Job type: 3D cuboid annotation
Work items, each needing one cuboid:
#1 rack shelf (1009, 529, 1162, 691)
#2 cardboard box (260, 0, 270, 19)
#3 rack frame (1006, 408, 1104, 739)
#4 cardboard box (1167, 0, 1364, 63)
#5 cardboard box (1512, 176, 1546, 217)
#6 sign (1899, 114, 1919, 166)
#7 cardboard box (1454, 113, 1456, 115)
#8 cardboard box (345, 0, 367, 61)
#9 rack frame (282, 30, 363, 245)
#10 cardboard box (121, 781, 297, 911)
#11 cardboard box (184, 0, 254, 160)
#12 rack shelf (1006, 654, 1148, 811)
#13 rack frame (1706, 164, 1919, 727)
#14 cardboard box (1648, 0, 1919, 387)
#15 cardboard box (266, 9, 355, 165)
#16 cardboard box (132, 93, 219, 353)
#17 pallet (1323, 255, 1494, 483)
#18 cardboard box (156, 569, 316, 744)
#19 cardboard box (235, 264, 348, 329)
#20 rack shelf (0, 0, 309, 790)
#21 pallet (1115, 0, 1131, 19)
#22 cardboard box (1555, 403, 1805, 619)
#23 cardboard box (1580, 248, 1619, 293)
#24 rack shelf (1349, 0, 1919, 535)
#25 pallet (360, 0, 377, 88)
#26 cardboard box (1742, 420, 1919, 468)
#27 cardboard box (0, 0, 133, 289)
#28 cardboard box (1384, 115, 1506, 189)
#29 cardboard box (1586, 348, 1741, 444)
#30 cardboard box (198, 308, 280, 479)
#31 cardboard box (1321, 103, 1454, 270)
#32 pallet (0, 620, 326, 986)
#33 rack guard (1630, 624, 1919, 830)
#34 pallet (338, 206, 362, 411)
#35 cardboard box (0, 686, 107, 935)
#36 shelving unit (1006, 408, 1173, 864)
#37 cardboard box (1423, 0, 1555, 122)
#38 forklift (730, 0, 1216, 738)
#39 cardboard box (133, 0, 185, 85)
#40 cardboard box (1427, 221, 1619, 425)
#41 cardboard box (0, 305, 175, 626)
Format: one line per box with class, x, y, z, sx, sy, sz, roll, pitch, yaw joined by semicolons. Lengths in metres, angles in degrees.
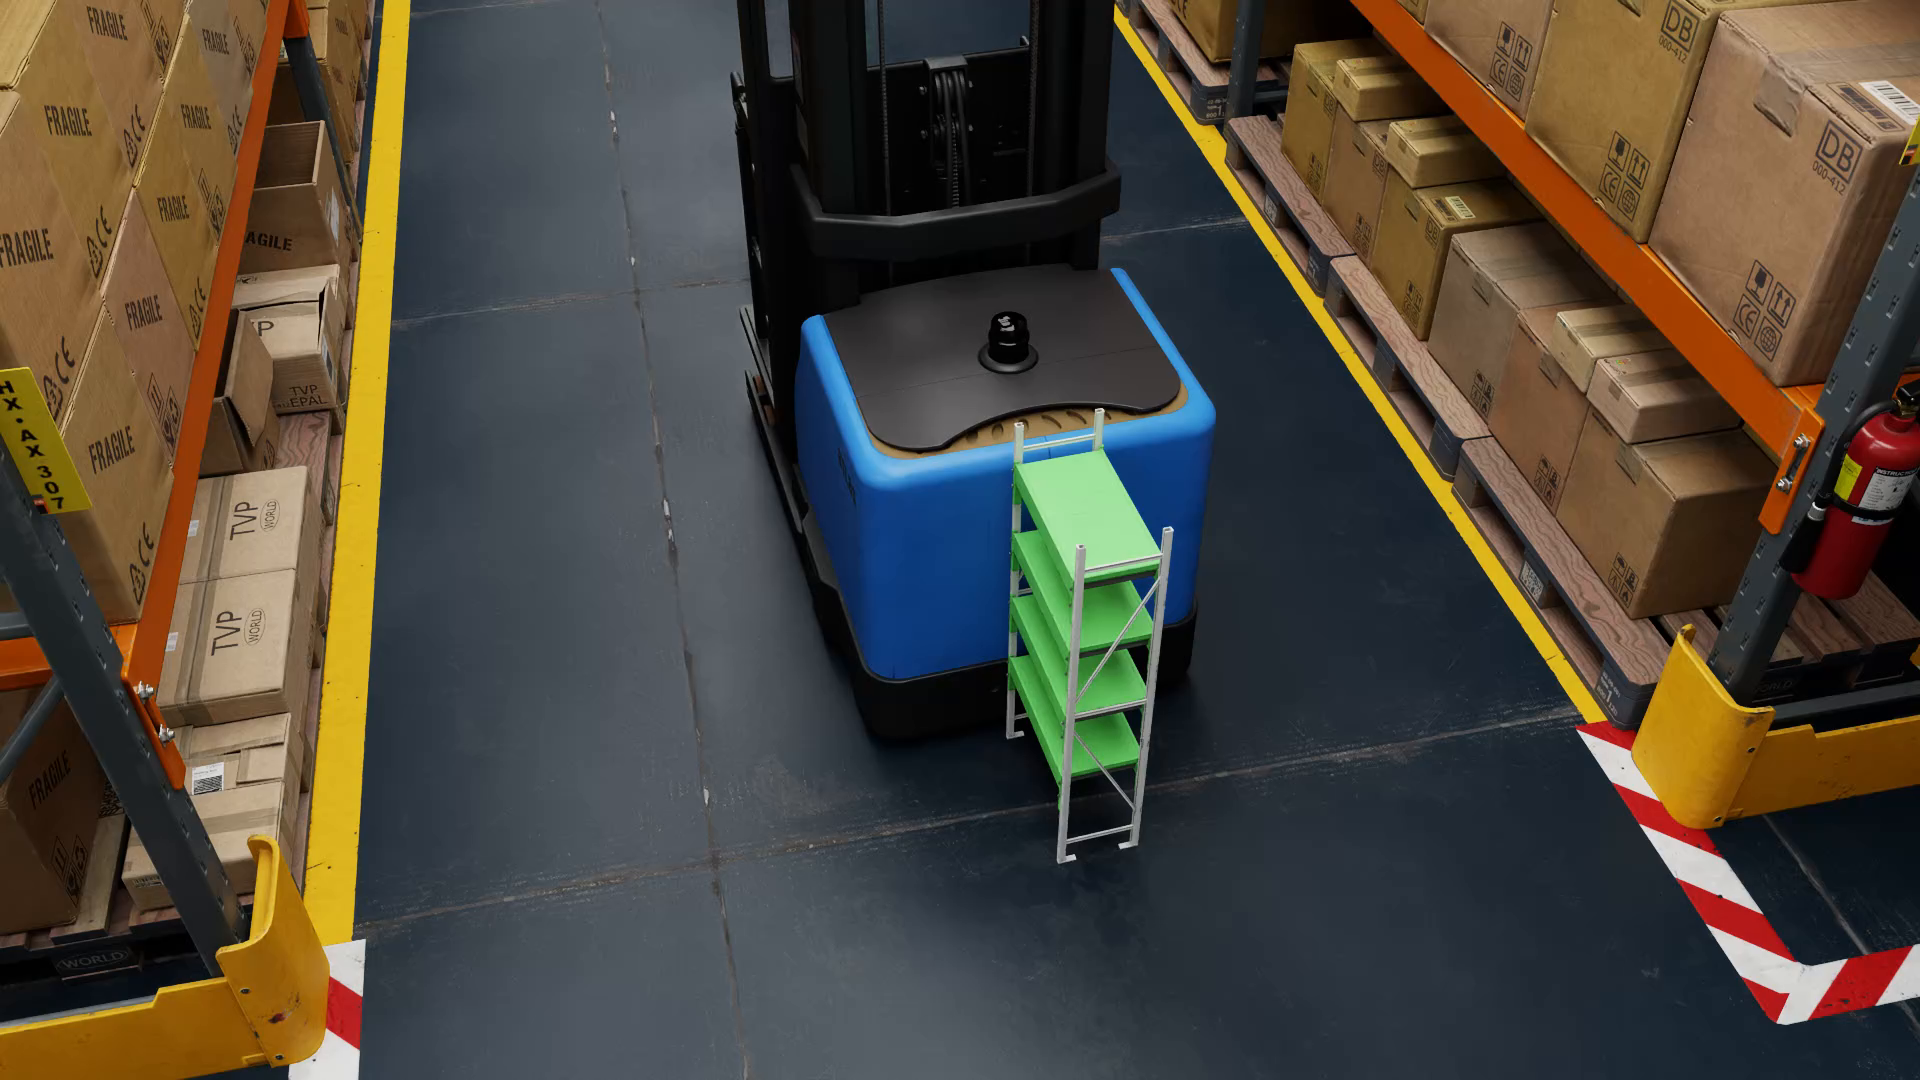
rack shelf;0.325;0.156;4.405;0.258;0.148;0.480;-11;43;-12
cardboard box;-2.728;-2.117;5.800;0.500;0.500;0.500;-8;42;-9
rack frame;0.258;0.132;4.697;0.240;1.200;0.015;-11;43;-12
cardboard box;1.483;-2.835;7.987;0.750;0.750;0.750;-8;42;-9
cardboard box;2.257;-1.324;6.060;0.380;0.149;0.250;-9;42;-10
sign;2.081;-0.939;3.498;0.100;0.325;0.005;-8;42;-9
cardboard box;2.147;-1.655;6.433;0.380;0.149;0.250;-10;42;-11
cardboard box;-3.179;-2.614;7.987;0.500;0.500;0.500;-8;42;-9
rack frame;-3.086;-2.367;6.157;1.000;3.000;0.127;-8;42;-9
cardboard box;-1.977;0.807;4.398;0.380;0.149;0.250;-8;42;-9
cardboard box;-2.502;-1.451;5.049;0.500;0.500;0.500;-7;42;-8
rack shelf;0.325;0.515;4.724;0.258;0.148;0.480;-11;43;-12
rack frame;2.613;-0.486;4.038;1.000;3.000;0.127;-8;42;-9
cardboard box;2.494;-0.928;4.310;0.980;0.700;0.700;-7;42;-7
cardboard box;-2.952;-1.945;7.233;0.500;0.500;0.500;-10;43;-11
cardboard box;-2.283;-0.796;4.312;0.500;0.500;0.500;-8;42;-9
pallet;2.105;-0.740;6.425;1.003;0.211;1.213;-8;42;-9
cardboard box;-2.171;0.372;4.811;0.500;0.250;0.500;-8;42;-9
cardboard box;-2.547;-0.902;6.323;0.380;0.149;0.250;-8;42;-9
rack shelf;-2.654;-0.802;4.935;1.077;0.370;4.000;-8;42;-9
pallet;1.243;-3.318;9.329;1.003;0.211;1.213;-8;42;-9
cardboard box;2.365;-0.148;5.224;0.700;0.500;0.500;-8;42;-9
cardboard box;2.368;-0.994;5.688;0.380;0.149;0.250;-8;42;-9
rack shelf;2.182;-1.514;5.738;1.077;0.370;4.000;-8;42;-9
pallet;-3.565;-2.638;8.563;1.003;0.211;1.213;-8;42;-9
cardboard box;2.587;-0.338;4.950;0.380;0.149;0.250;-8;42;-9
cardboard box;-2.181;-0.849;3.618;0.500;0.500;0.500;-8;42;-9
cardboard box;1.820;-1.458;6.211;0.380;0.149;0.250;-9;42;-11
cardboard box;2.159;-0.448;5.073;0.380;0.149;0.250;-9;42;-10
cardboard box;-2.675;-0.381;5.469;0.797;0.503;0.637;-8;42;-9
cardboard box;1.917;-1.476;6.720;0.700;0.500;0.500;-9;42;-10
pallet;-2.412;0.703;4.799;1.003;0.211;1.213;-8;42;-9
rack guard;2.619;0.464;4.851;1.175;0.500;0.348;-8;42;-9
pallet;-2.939;-0.879;6.581;1.003;0.211;1.213;-8;42;-9
cardboard box;-2.581;0.679;4.277;0.500;0.500;0.500;-8;42;-9
shelving unit;0.325;0.288;4.522;0.258;1.200;0.503;-11;43;-12
cardboard box;2.170;-1.893;5.397;0.980;0.700;0.700;-10;43;-11
forklift;-0.172;-1.495;5.226;1.130;2.935;3.031;-11;43;-12
cardboard box;-2.395;-1.503;4.355;0.500;0.500;0.500;-9;42;-10
cardboard box;2.147;-0.798;5.956;0.700;0.500;0.500;-10;42;-11
cardboard box;-2.061;-0.137;3.569;0.500;0.500;0.500;-8;42;-8
